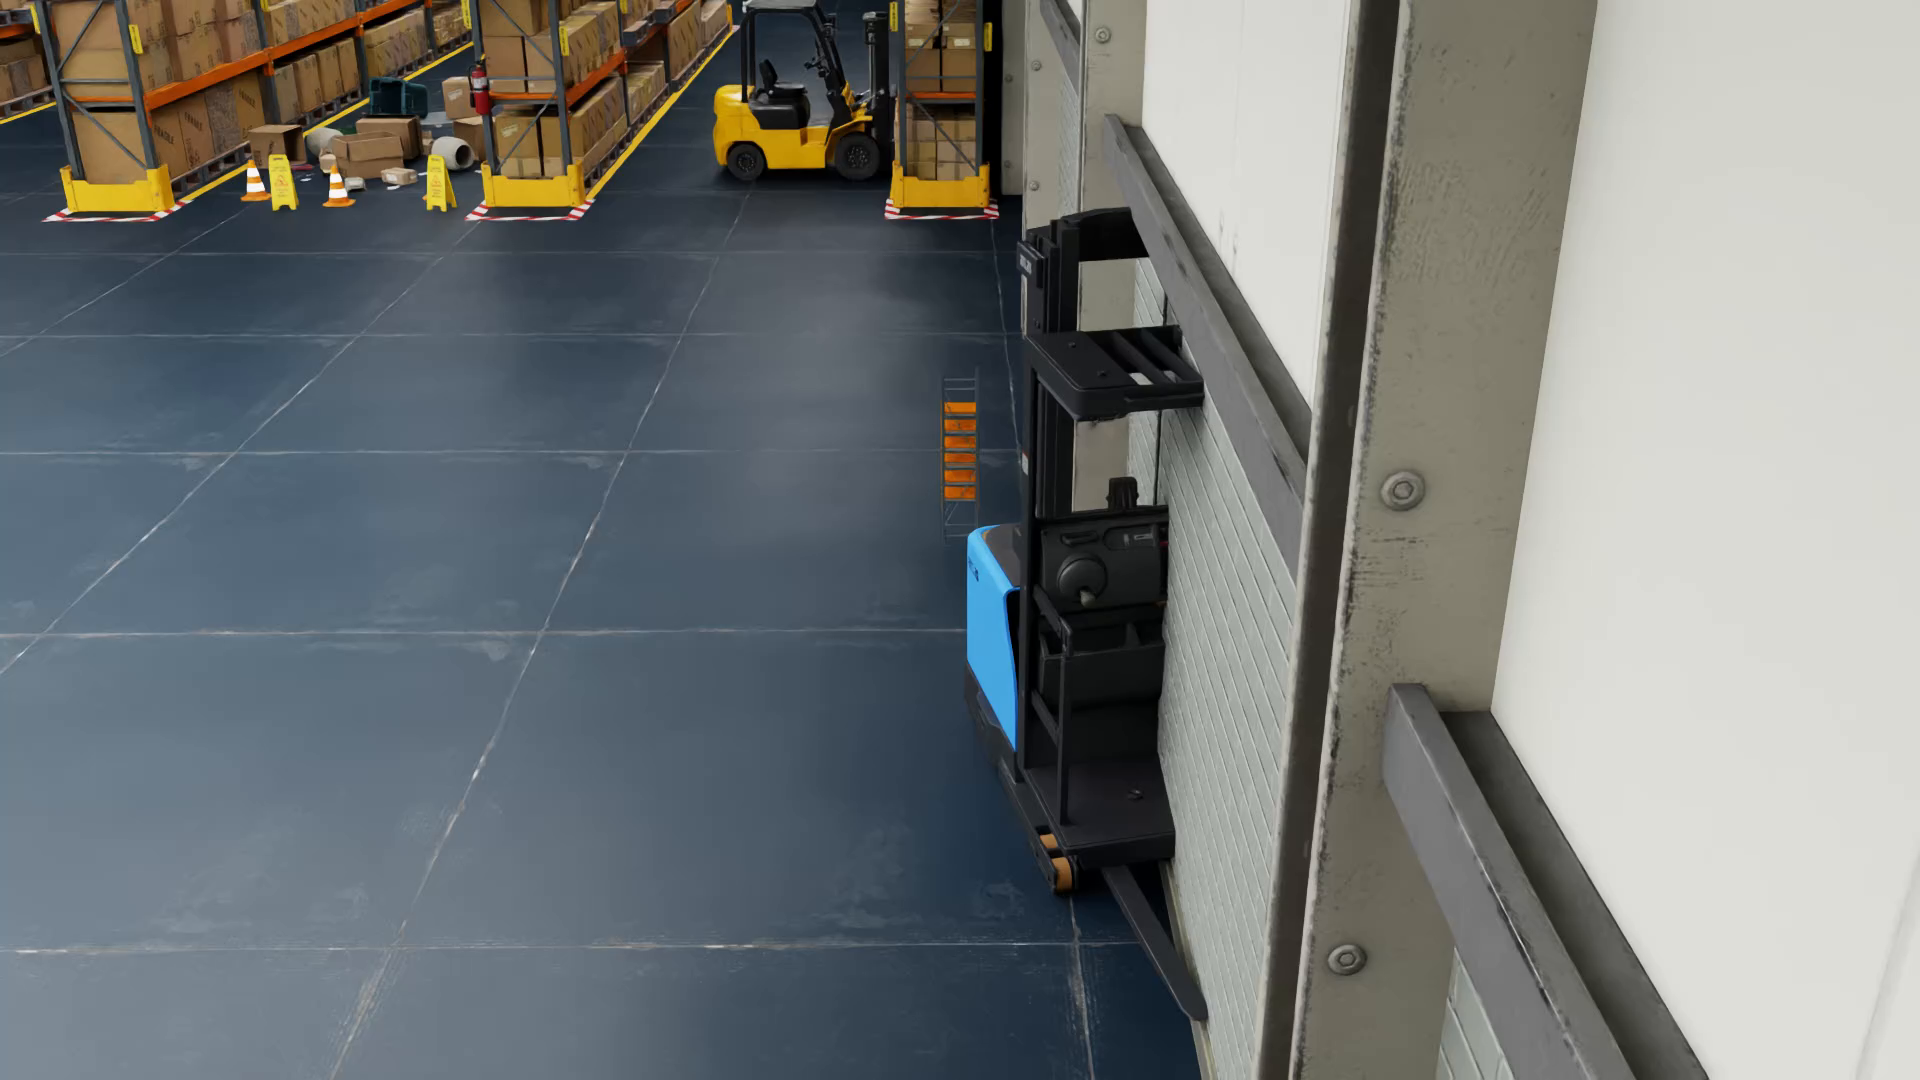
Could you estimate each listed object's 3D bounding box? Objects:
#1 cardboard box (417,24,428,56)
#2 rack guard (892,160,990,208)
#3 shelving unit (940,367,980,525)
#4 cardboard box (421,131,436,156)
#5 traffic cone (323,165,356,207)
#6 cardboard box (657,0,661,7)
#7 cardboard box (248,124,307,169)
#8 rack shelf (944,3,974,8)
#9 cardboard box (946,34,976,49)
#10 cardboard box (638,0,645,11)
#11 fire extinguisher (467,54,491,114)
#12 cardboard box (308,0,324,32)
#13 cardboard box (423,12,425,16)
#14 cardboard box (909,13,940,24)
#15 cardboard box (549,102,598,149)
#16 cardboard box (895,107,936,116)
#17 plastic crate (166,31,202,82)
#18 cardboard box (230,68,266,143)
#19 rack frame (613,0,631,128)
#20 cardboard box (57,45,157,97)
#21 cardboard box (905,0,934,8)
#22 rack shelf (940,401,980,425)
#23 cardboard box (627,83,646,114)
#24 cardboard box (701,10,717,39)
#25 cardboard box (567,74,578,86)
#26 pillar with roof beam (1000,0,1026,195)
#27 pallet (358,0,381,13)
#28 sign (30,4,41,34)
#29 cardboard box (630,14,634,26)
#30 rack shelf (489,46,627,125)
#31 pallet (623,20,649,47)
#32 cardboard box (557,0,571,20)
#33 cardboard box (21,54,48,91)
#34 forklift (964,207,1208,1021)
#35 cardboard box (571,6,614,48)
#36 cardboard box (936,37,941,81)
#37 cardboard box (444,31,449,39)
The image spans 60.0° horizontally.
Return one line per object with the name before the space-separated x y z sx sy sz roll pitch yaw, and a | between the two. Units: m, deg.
cardboard box | -10.012 -9.087 30.226 0.500 0.500 0.500 -1 24 -2
rack guard | -0.229 -4.333 20.223 1.175 0.500 0.348 0 24 -1
shelving unit | -2.865 -5.278 20.735 5.752 1.800 21.905 0 24 -1
cardboard box | -7.373 -5.515 23.121 0.258 0.266 0.396 -19 31 -36
traffic cone | -7.593 -4.328 20.258 0.336 0.463 0.334 0 24 -1
cardboard box | -4.918 -8.483 26.162 0.380 0.149 0.250 0 24 -1
cardboard box | -9.142 -5.269 22.291 0.500 0.500 0.500 4 25 9
rack shelf | -15.246 -9.934 27.422 30.704 0.877 13.980 0 24 -1
cardboard box | 0.027 -5.964 19.887 0.380 0.149 0.250 -1 24 -2
cardboard box | -4.952 -8.083 24.490 0.500 0.500 0.500 0 24 -1
fire extinguisher | -5.652 -5.373 19.584 0.296 0.674 0.183 0 24 -1
cardboard box | -9.936 -7.929 25.019 0.500 0.500 0.500 0 24 0
cardboard box | -10.624 -10.184 32.356 0.380 0.149 0.250 -1 24 -2
cardboard box | -0.436 -6.417 20.529 0.380 0.149 0.250 0 24 0
cardboard box | -4.936 -5.297 21.238 0.500 0.500 0.500 -1 24 -3
cardboard box | -0.557 -5.274 20.885 0.500 0.250 0.500 0 24 0
plastic crate | -14.729 -6.740 21.012 10.126 1.636 1.488 0 24 -1
cardboard box | -10.248 -6.006 22.958 0.875 0.875 0.875 0 24 0
rack frame | -5.236 -7.106 23.321 1.000 3.000 0.127 0 24 -1
cardboard box | -10.190 -5.615 19.842 0.875 0.550 0.550 0 24 -1
cardboard box | -0.531 -7.048 21.924 0.380 0.149 0.250 -1 24 -1
rack shelf | 0.000 -0.828 10.860 0.258 0.103 0.180 0 24 -1
cardboard box | -5.256 -6.612 24.909 0.950 0.372 0.625 1 24 3
cardboard box | -5.233 -10.054 32.440 0.875 0.438 0.875 -1 24 -2
cardboard box | -4.928 -5.698 20.513 0.380 0.149 0.250 -1 24 -2
pillar with roof beam | -3.640 -8.487 19.094 9.100 9.000 0.400 0 24 -1
pallet | -10.343 -8.896 27.512 1.213 0.211 1.003 0 24 -1
sign | -10.684 -6.032 19.256 0.100 0.325 0.005 0 24 -1
cardboard box | -4.920 -7.515 24.021 0.380 0.149 0.250 0 24 1
rack shelf | -5.214 -5.954 21.647 1.077 0.370 4.000 0 24 -1
pallet | -5.099 -7.334 24.059 1.003 0.211 1.213 0 24 -1
cardboard box | -5.389 -6.928 21.233 0.700 0.500 0.500 0 24 -1
cardboard box | -15.162 -7.495 26.681 0.700 0.500 0.500 -2 24 -3
forklift | -13.216 -6.734 22.582 20.458 2.935 42.096 -6 25 -13
cardboard box | -4.970 -6.893 22.368 0.500 0.500 0.500 1 24 1
cardboard box | -0.493 -5.942 20.628 0.500 0.500 0.500 0 24 1
cardboard box | -10.065 -9.699 32.004 0.380 0.149 0.250 -1 24 -2
